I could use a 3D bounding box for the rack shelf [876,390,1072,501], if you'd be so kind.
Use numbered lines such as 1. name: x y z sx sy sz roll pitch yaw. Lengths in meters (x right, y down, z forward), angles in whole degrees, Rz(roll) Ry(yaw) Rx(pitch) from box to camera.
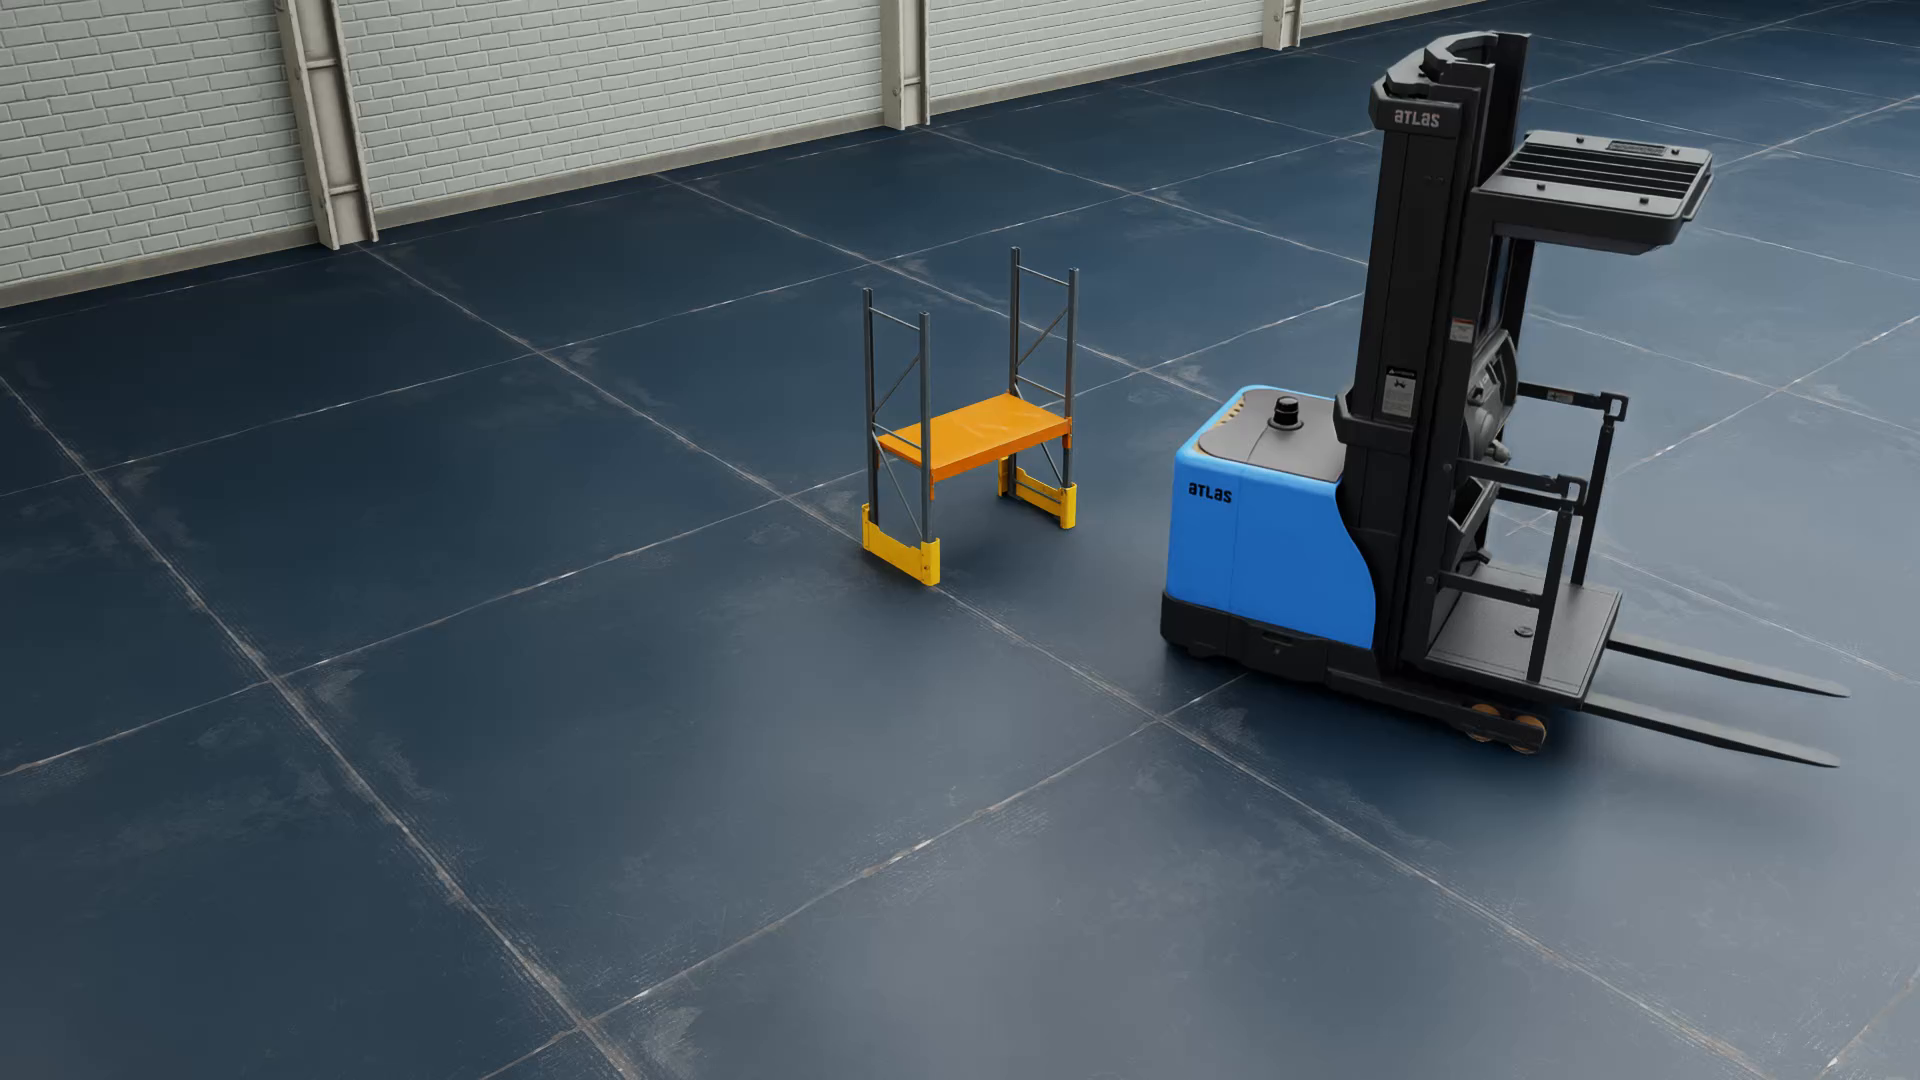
1. rack shelf: 0.065 -0.529 9.030 1.000 0.185 0.538 -22 35 -35

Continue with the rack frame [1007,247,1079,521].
1. rack frame: 0.452 -0.843 9.236 0.032 1.500 0.500 -22 35 -35

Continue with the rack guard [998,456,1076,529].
1. rack guard: 0.437 -0.286 9.520 0.087 0.250 0.587 -22 35 -35

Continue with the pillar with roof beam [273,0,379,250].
1. pillar with roof beam: -2.330 -4.934 8.935 0.400 9.000 9.100 -22 35 -35

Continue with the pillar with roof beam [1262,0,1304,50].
1. pillar with roof beam: 6.799 -8.605 15.805 0.400 9.000 9.100 -22 35 -35

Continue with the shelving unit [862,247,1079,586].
1. shelving unit: 0.058 -0.685 8.940 1.083 1.500 0.587 -22 35 -35

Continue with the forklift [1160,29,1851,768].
1. forklift: 2.533 -0.622 7.304 3.031 2.935 1.130 14 31 25

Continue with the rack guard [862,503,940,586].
1. rack guard: -0.321 0.019 8.950 0.087 0.250 0.587 -22 35 -35

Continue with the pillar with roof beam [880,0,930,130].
1. pillar with roof beam: 2.234 -6.770 12.370 0.400 9.000 9.100 -22 35 -35

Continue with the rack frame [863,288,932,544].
1. rack frame: -0.322 -0.532 8.654 0.032 1.500 0.500 -22 35 -35
